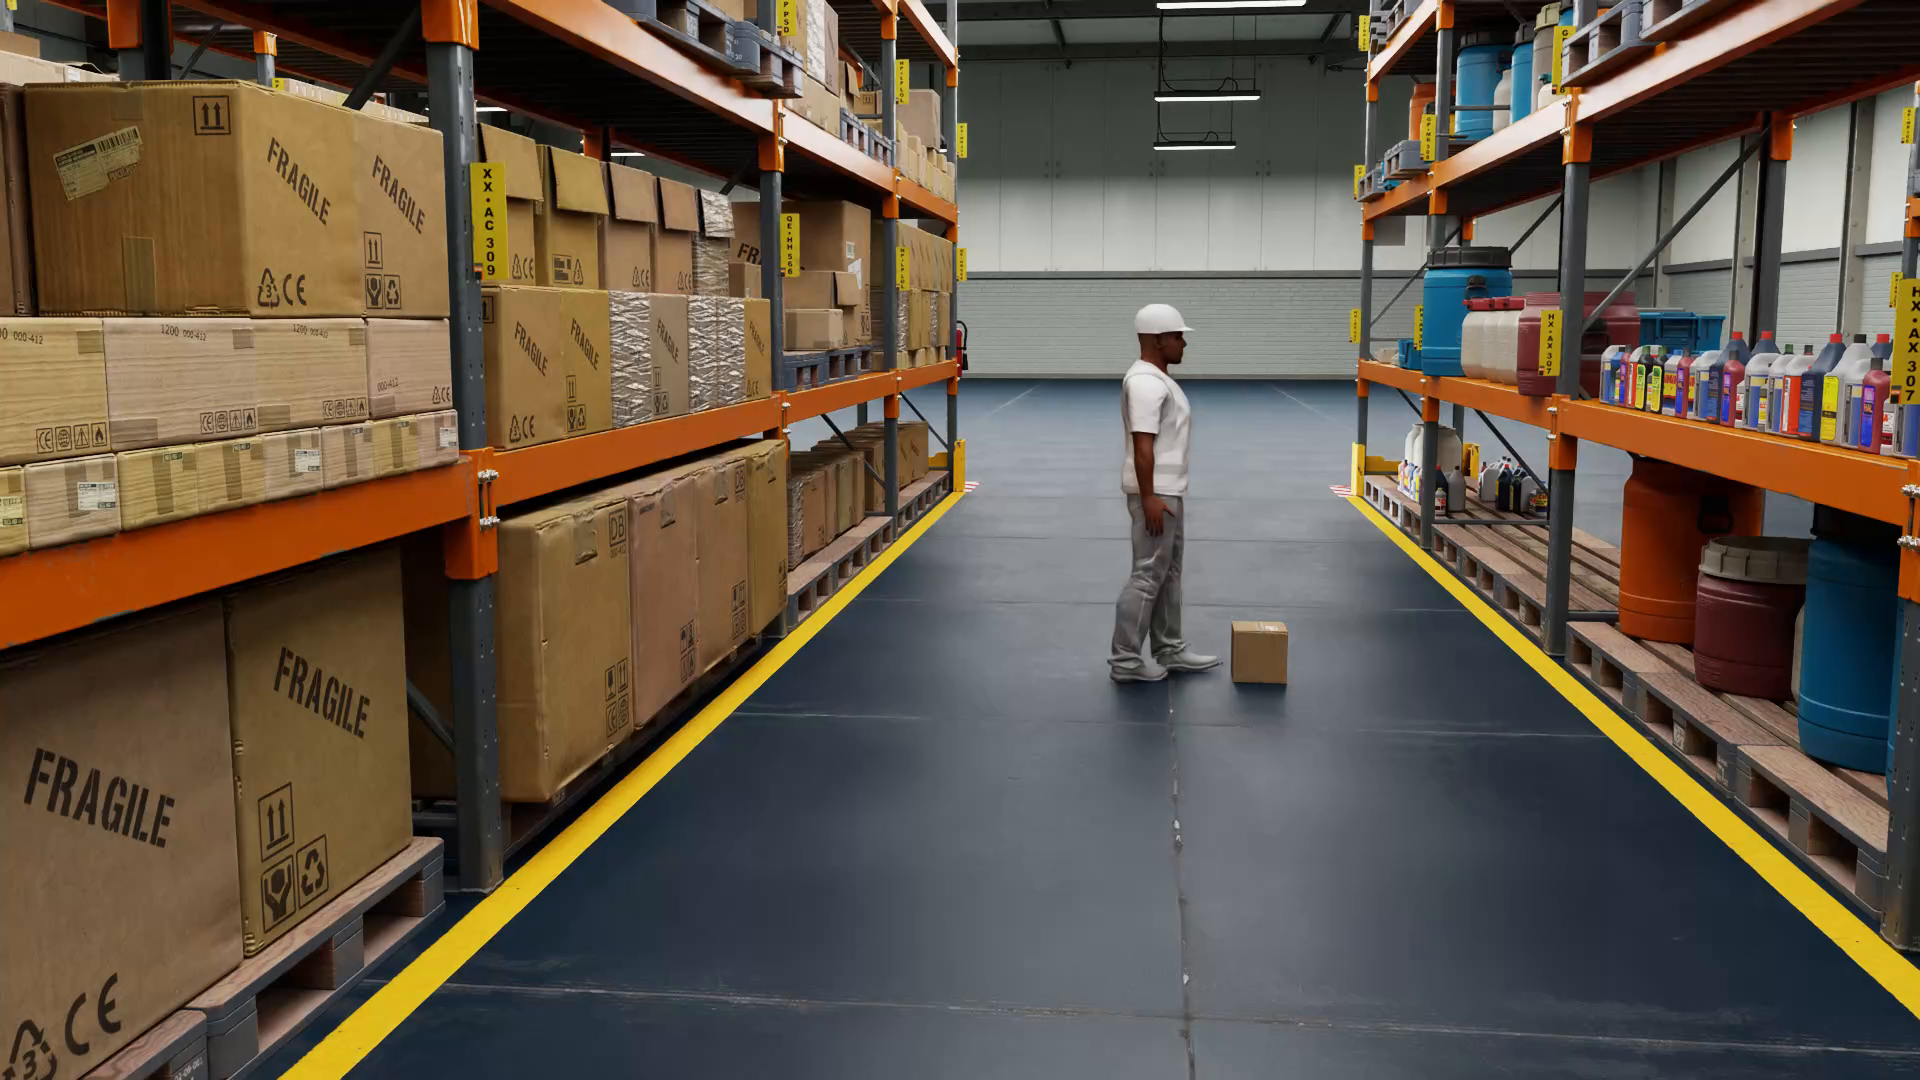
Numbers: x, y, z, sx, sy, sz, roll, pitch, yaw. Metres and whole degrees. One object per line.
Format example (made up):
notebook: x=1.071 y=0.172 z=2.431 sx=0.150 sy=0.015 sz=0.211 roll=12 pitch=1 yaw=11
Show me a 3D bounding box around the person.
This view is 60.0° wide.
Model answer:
person: x=0.982 y=-0.221 z=7.892 sx=0.533 sy=1.775 sz=0.588 roll=1 pitch=8 yaw=8
